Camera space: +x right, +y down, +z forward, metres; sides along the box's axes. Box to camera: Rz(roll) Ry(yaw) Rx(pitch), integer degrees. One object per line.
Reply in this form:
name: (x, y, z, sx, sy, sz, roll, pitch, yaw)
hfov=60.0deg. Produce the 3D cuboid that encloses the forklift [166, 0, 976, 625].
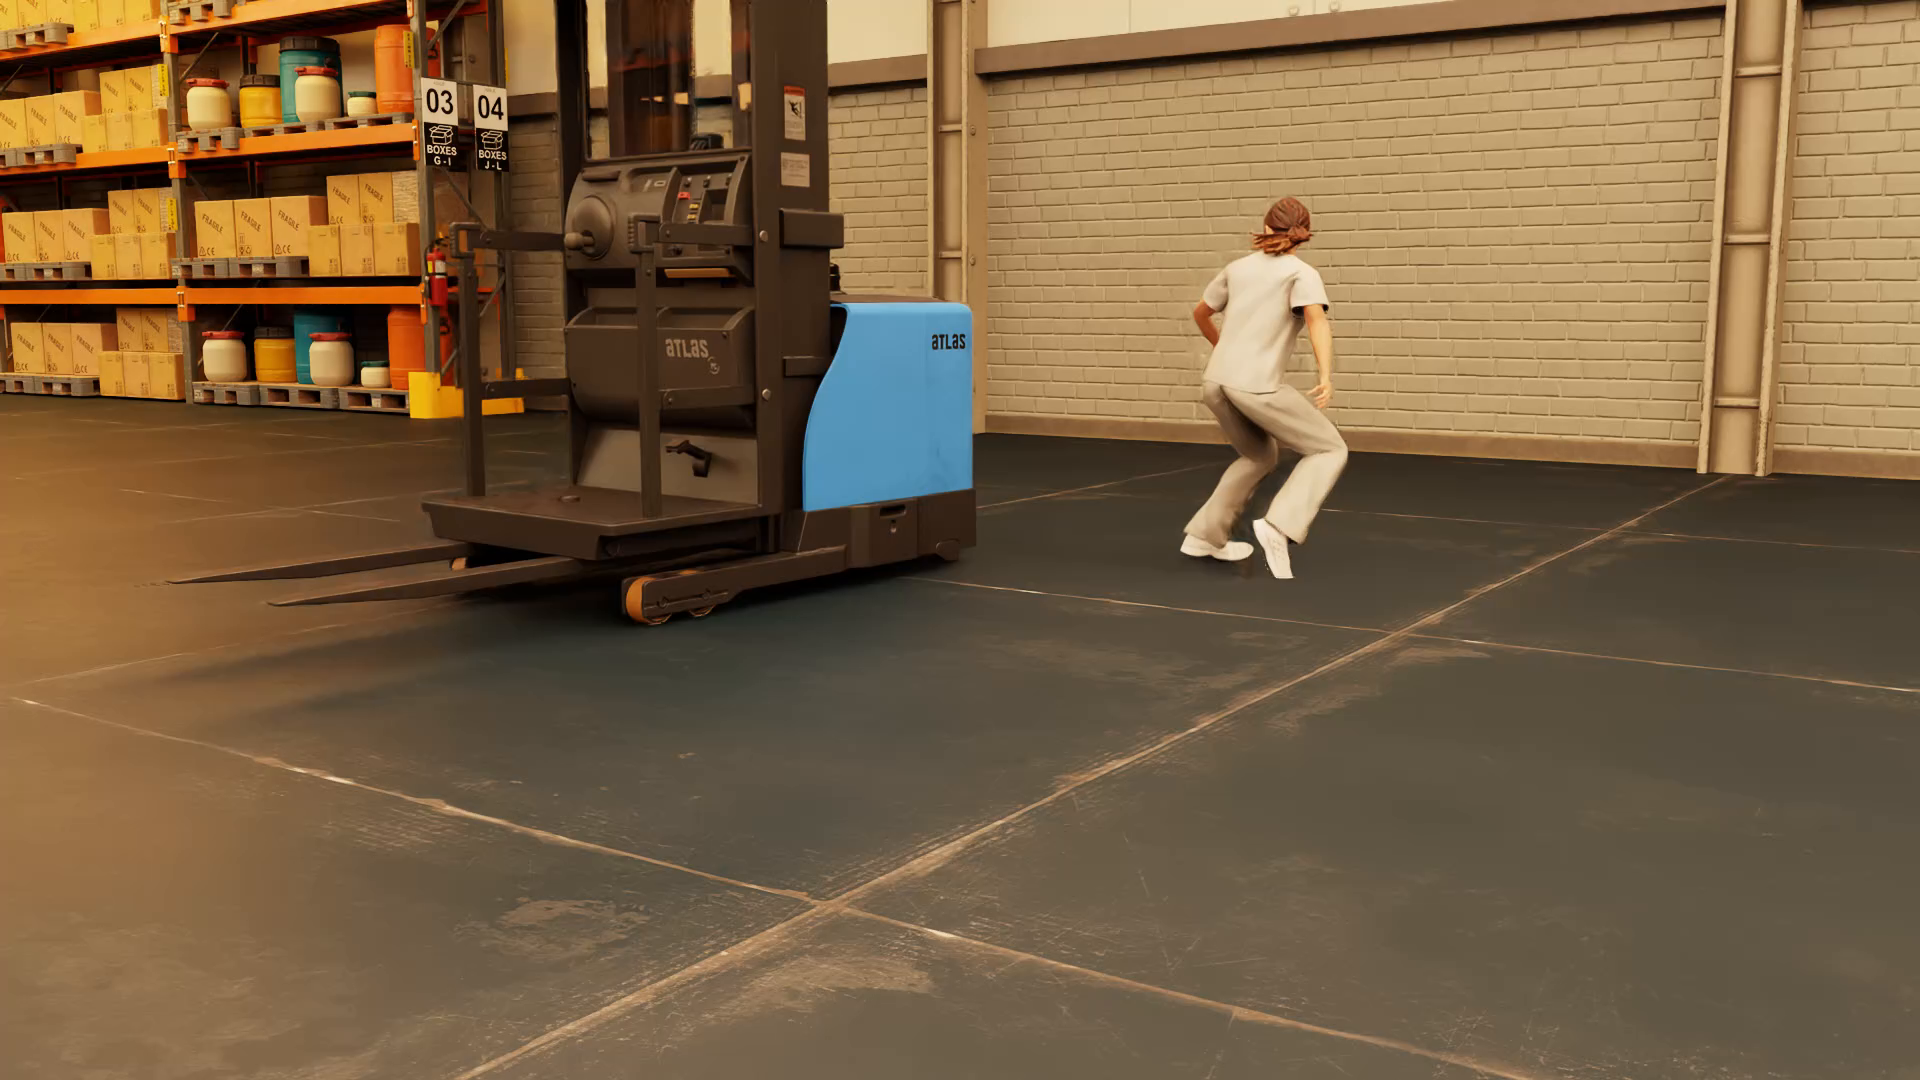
forklift: (-1.250, -1.243, 5.931, 1.130, 2.935, 3.031, 7, 10, 39)

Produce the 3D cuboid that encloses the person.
person: (1.262, -0.603, 6.711, 0.456, 1.548, 0.885, -5, 10, -33)
